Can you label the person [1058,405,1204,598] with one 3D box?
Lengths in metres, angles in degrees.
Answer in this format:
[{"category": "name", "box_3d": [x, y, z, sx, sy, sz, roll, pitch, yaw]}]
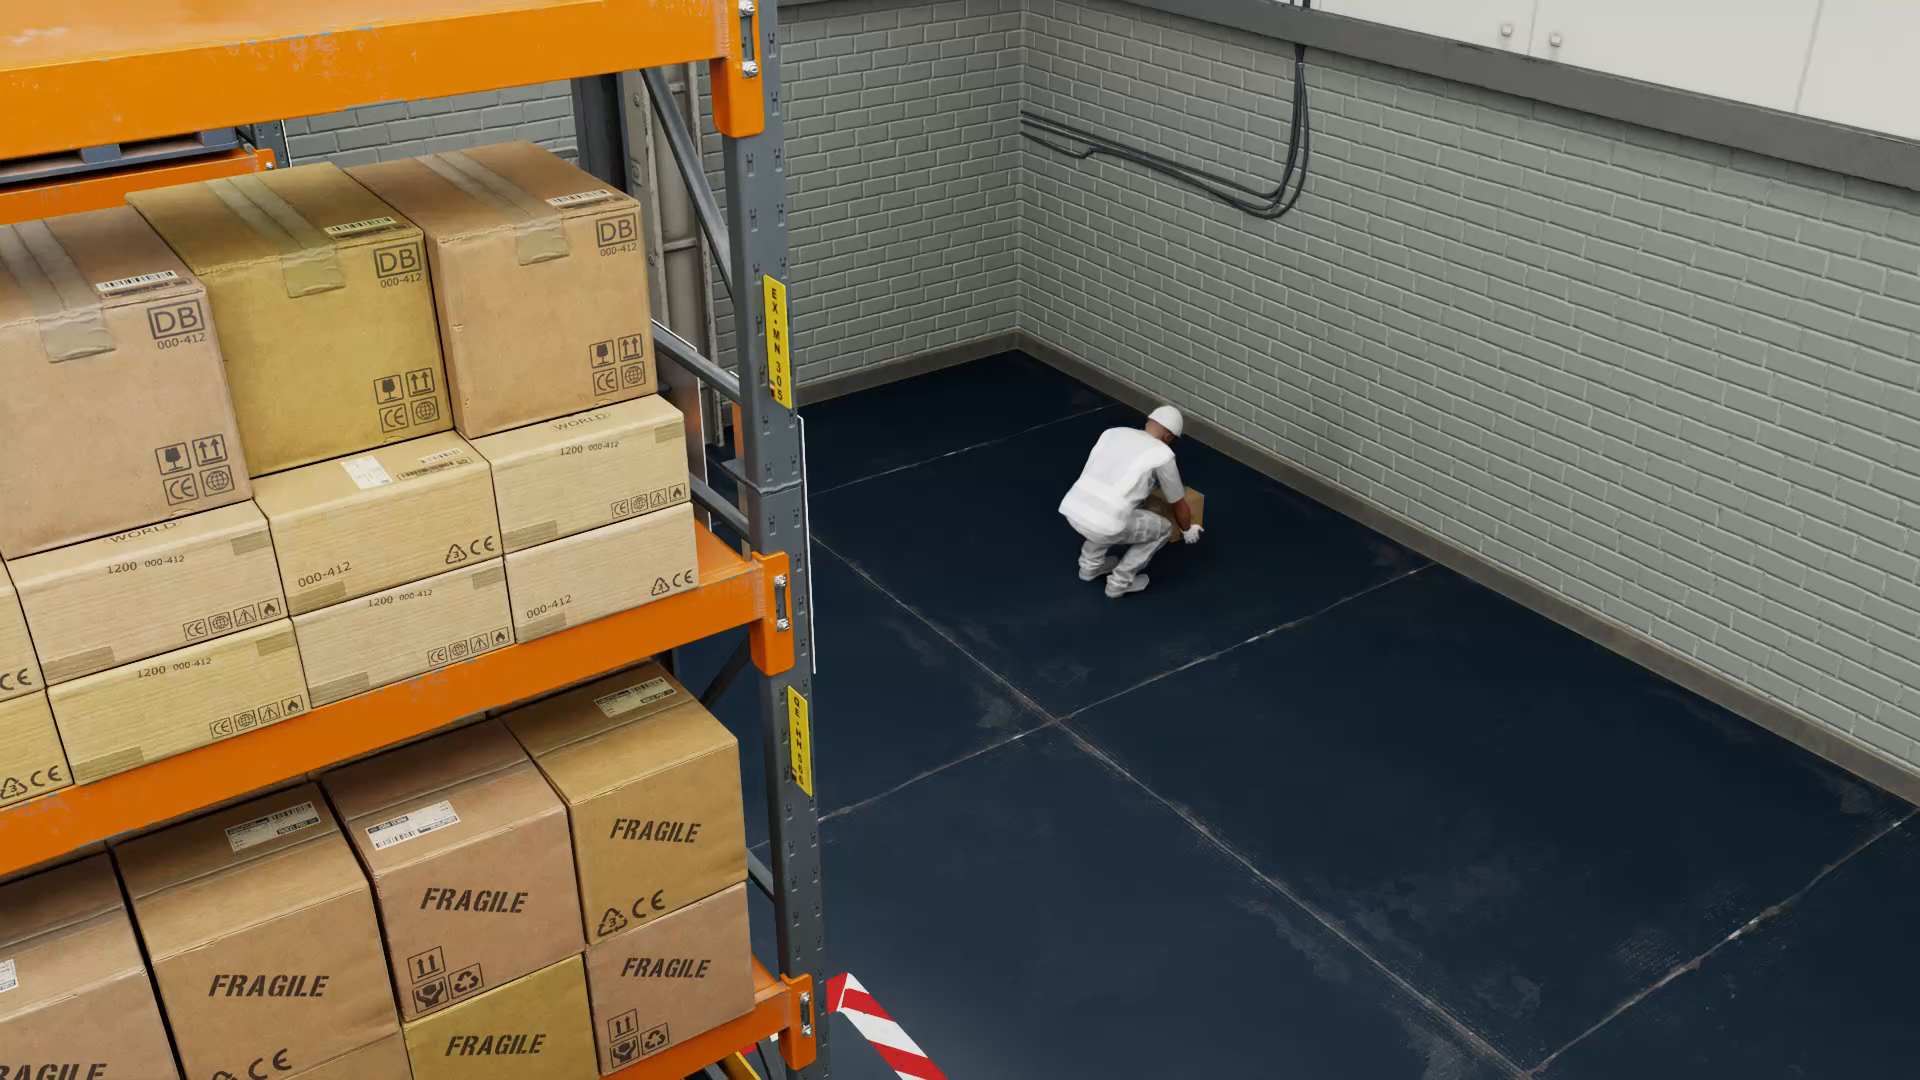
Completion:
[{"category": "person", "box_3d": [0.994, -0.243, 9.870, 0.912, 1.014, 0.578, -19, 34, -31]}]
